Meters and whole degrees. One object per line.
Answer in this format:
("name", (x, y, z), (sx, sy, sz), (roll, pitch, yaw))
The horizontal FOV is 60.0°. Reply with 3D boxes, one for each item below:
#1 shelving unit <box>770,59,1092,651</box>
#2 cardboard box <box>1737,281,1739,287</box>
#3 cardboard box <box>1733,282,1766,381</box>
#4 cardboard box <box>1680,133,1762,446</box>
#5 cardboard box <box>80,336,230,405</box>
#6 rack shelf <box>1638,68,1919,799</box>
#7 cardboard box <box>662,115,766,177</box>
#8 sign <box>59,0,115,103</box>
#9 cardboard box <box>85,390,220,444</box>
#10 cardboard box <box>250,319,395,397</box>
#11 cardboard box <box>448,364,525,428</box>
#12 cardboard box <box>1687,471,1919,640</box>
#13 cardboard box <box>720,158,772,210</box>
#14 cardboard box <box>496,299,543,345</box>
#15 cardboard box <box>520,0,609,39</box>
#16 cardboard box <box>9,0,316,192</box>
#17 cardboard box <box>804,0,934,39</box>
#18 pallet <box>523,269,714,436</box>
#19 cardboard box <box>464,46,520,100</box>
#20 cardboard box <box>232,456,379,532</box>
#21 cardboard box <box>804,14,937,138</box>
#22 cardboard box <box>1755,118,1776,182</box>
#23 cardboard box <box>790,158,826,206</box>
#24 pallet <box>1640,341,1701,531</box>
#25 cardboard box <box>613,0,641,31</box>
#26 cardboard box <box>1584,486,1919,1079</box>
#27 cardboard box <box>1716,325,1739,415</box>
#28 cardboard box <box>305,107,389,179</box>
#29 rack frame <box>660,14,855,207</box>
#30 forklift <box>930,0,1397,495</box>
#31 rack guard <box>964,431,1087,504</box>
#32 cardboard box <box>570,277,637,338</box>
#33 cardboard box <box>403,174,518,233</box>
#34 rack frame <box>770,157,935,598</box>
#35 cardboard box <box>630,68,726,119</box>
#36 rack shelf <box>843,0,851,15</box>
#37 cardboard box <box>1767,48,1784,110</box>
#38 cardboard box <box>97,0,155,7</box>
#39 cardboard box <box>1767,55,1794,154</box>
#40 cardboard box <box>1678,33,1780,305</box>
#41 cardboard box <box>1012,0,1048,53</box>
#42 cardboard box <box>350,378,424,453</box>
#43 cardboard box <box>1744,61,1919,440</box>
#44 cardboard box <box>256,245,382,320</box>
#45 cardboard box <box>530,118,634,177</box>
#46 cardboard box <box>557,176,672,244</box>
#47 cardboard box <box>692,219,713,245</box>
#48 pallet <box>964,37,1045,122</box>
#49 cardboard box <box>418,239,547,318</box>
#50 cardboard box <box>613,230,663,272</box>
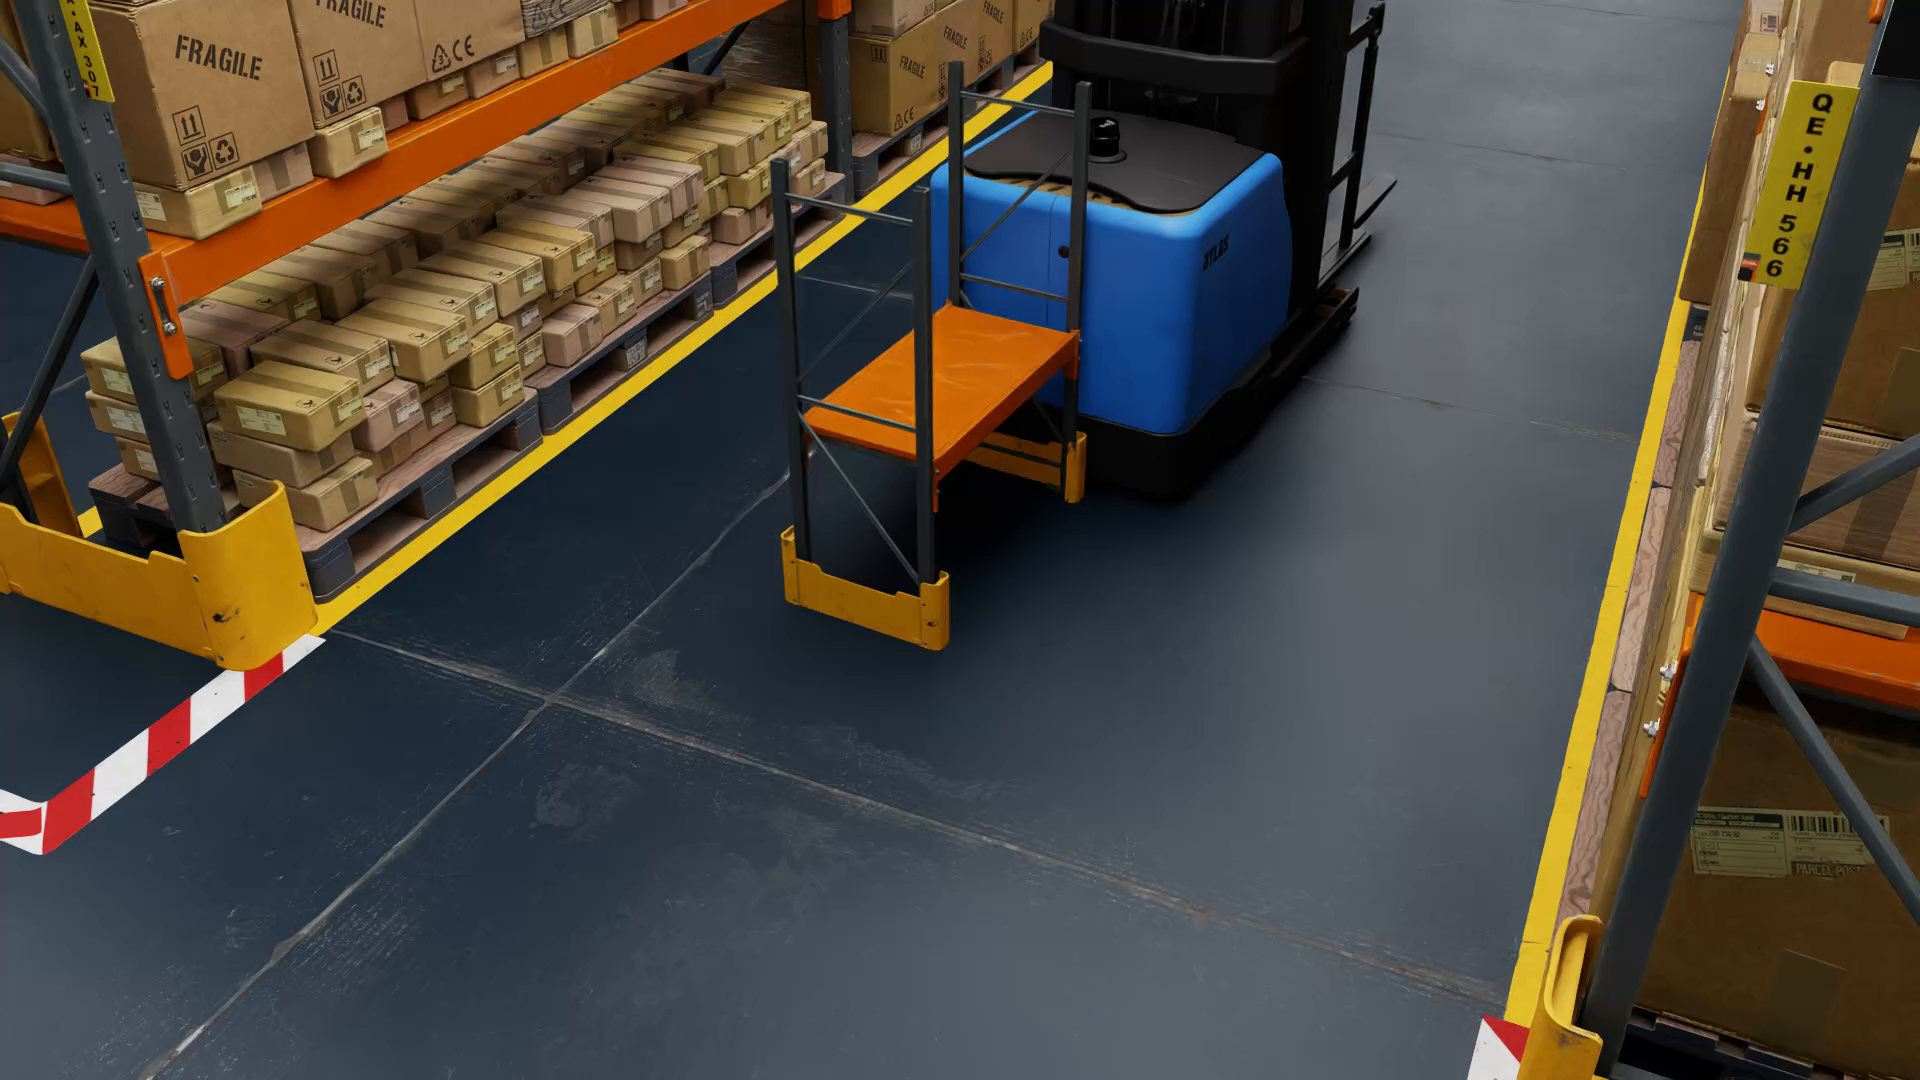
("shelving unit", (-0.063, -0.611, 5.313), (0.587, 1.500, 1.083), (17, 37, 24))
("cardboard box", (2.273, -0.739, 4.370), (0.380, 0.149, 0.250), (15, 36, 21))
("cardboard box", (1.958, -0.446, 3.560), (0.500, 0.250, 0.500), (14, 36, 20))
("cardboard box", (3.108, -0.798, 5.787), (0.875, 0.875, 0.875), (14, 36, 20))
("cardboard box", (-2.688, -0.572, 5.561), (0.380, 0.149, 0.250), (15, 36, 21))
("rack shelf", (2.620, -0.525, 4.471), (1.077, 0.370, 4.000), (14, 36, 20))
("cardboard box", (-1.087, -1.743, 7.347), (0.380, 0.149, 0.250), (14, 36, 20))
("sign", (-2.186, -1.255, 4.139), (0.100, 0.325, 0.005), (14, 36, 20))
("cardboard box", (-2.718, -0.454, 5.652), (0.380, 0.149, 0.250), (13, 36, 19))
("cardboard box", (-2.145, -0.598, 5.600), (0.380, 0.149, 0.250), (15, 36, 21))
("cardboard box", (-1.830, -0.565, 6.093), (0.380, 0.149, 0.250), (15, 36, 21))
("cardboard box", (1.633, 0.023, 3.209), (0.380, 0.149, 0.250), (15, 36, 21))
("cardboard box", (-1.047, -1.613, 7.420), (0.380, 0.149, 0.250), (13, 35, 19))
("cardboard box", (-1.808, -0.850, 6.256), (0.380, 0.149, 0.250), (12, 35, 18))
("cardboard box", (-1.615, -2.113, 5.874), (0.500, 0.500, 0.500), (13, 36, 19))
("cardboard box", (-2.240, -1.344, 4.702), (0.500, 0.500, 0.500), (16, 36, 23))
("cardboard box", (-0.457, -2.761, 8.438), (0.500, 0.250, 0.500), (13, 35, 18))
("pallet", (-1.764, -0.891, 6.917), (1.003, 0.211, 1.213), (14, 36, 20))
("cardboard box", (-1.767, -1.663, 5.780), (0.380, 0.149, 0.250), (13, 36, 20))
("cardboard box", (-2.169, -0.189, 5.519), (0.380, 0.149, 0.250), (15, 36, 21))
("cardboard box", (-0.456, -2.447, 8.643), (0.500, 0.500, 0.500), (16, 36, 22))
("cardboard box", (2.596, -1.125, 4.959), (0.380, 0.149, 0.250), (14, 36, 20))
("cardboard box", (-0.860, -1.720, 7.854), (0.380, 0.149, 0.250), (15, 36, 21))
("pallet", (3.068, -0.295, 6.007), (1.003, 0.211, 1.213), (14, 36, 20))
("cardboard box", (-1.459, -2.057, 6.380), (0.380, 0.149, 0.250), (14, 36, 20))
("cardboard box", (1.979, 0.546, 3.736), (0.875, 0.875, 0.875), (14, 36, 20))
("cardboard box", (1.953, -0.357, 3.787), (0.380, 0.149, 0.250), (15, 36, 21))
("cardboard box", (-2.016, -1.257, 5.160), (0.380, 0.149, 0.250), (13, 35, 19))
("rack frame", (-1.006, -3.010, 7.605), (1.000, 3.000, 0.127), (14, 36, 20))
("forklift", (1.054, -2.165, 6.378), (1.130, 2.935, 3.031), (18, 37, 25))
("rack guard", (0.177, -0.327, 6.021), (0.587, 0.250, 0.087), (17, 37, 24))
("cardboard box", (-1.534, -0.962, 6.699), (0.380, 0.149, 0.250), (14, 36, 21))
("cardboard box", (-2.015, -1.346, 6.741), (0.380, 0.149, 0.250), (14, 36, 21))
("rack frame", (-0.304, -0.371, 4.948), (0.500, 1.500, 0.032), (17, 37, 24))
("cardboard box", (-1.338, -2.118, 7.919), (0.380, 0.149, 0.250), (16, 36, 22))
("rack shelf", (-0.169, -3.705, 9.321), (1.077, 0.370, 4.000), (14, 36, 20))
("cardboard box", (2.921, -1.515, 5.554), (0.380, 0.149, 0.250), (13, 35, 19))
("cardboard box", (-2.250, -1.765, 4.431), (0.500, 0.500, 0.500), (14, 36, 20))
("cardboard box", (2.598, -1.204, 4.715), (0.500, 0.250, 0.500), (15, 36, 22))
("cardboard box", (3.707, -1.432, 6.753), (1.225, 0.875, 0.875), (14, 36, 21))
("cardboard box", (0.203, -3.220, 9.821), (0.500, 0.500, 0.500), (13, 35, 18))
("cardboard box", (-2.061, -0.451, 5.648), (0.380, 0.149, 0.250), (14, 36, 20))
("cardboard box", (1.749, -0.508, 2.970), (0.500, 0.500, 0.500), (15, 36, 21))
("cardboard box", (-2.372, -0.956, 6.147), (0.380, 0.149, 0.250), (13, 35, 19))
("cardboard box", (-1.656, -1.722, 7.315), (0.380, 0.149, 0.250), (13, 36, 19))
("cardboard box", (-1.397, -1.339, 6.730), (0.380, 0.149, 0.250), (13, 35, 19))
("cardboard box", (-1.317, -1.360, 7.305), (0.380, 0.149, 0.250), (13, 36, 19))
("pallet", (-0.172, -2.842, 9.891), (1.003, 0.211, 1.213), (14, 36, 20))
("cardboard box", (-1.770, -0.972, 6.172), (0.380, 0.149, 0.250), (16, 36, 22))
("cardboard box", (-1.460, -1.250, 6.867), (0.380, 0.149, 0.250), (12, 35, 18))
